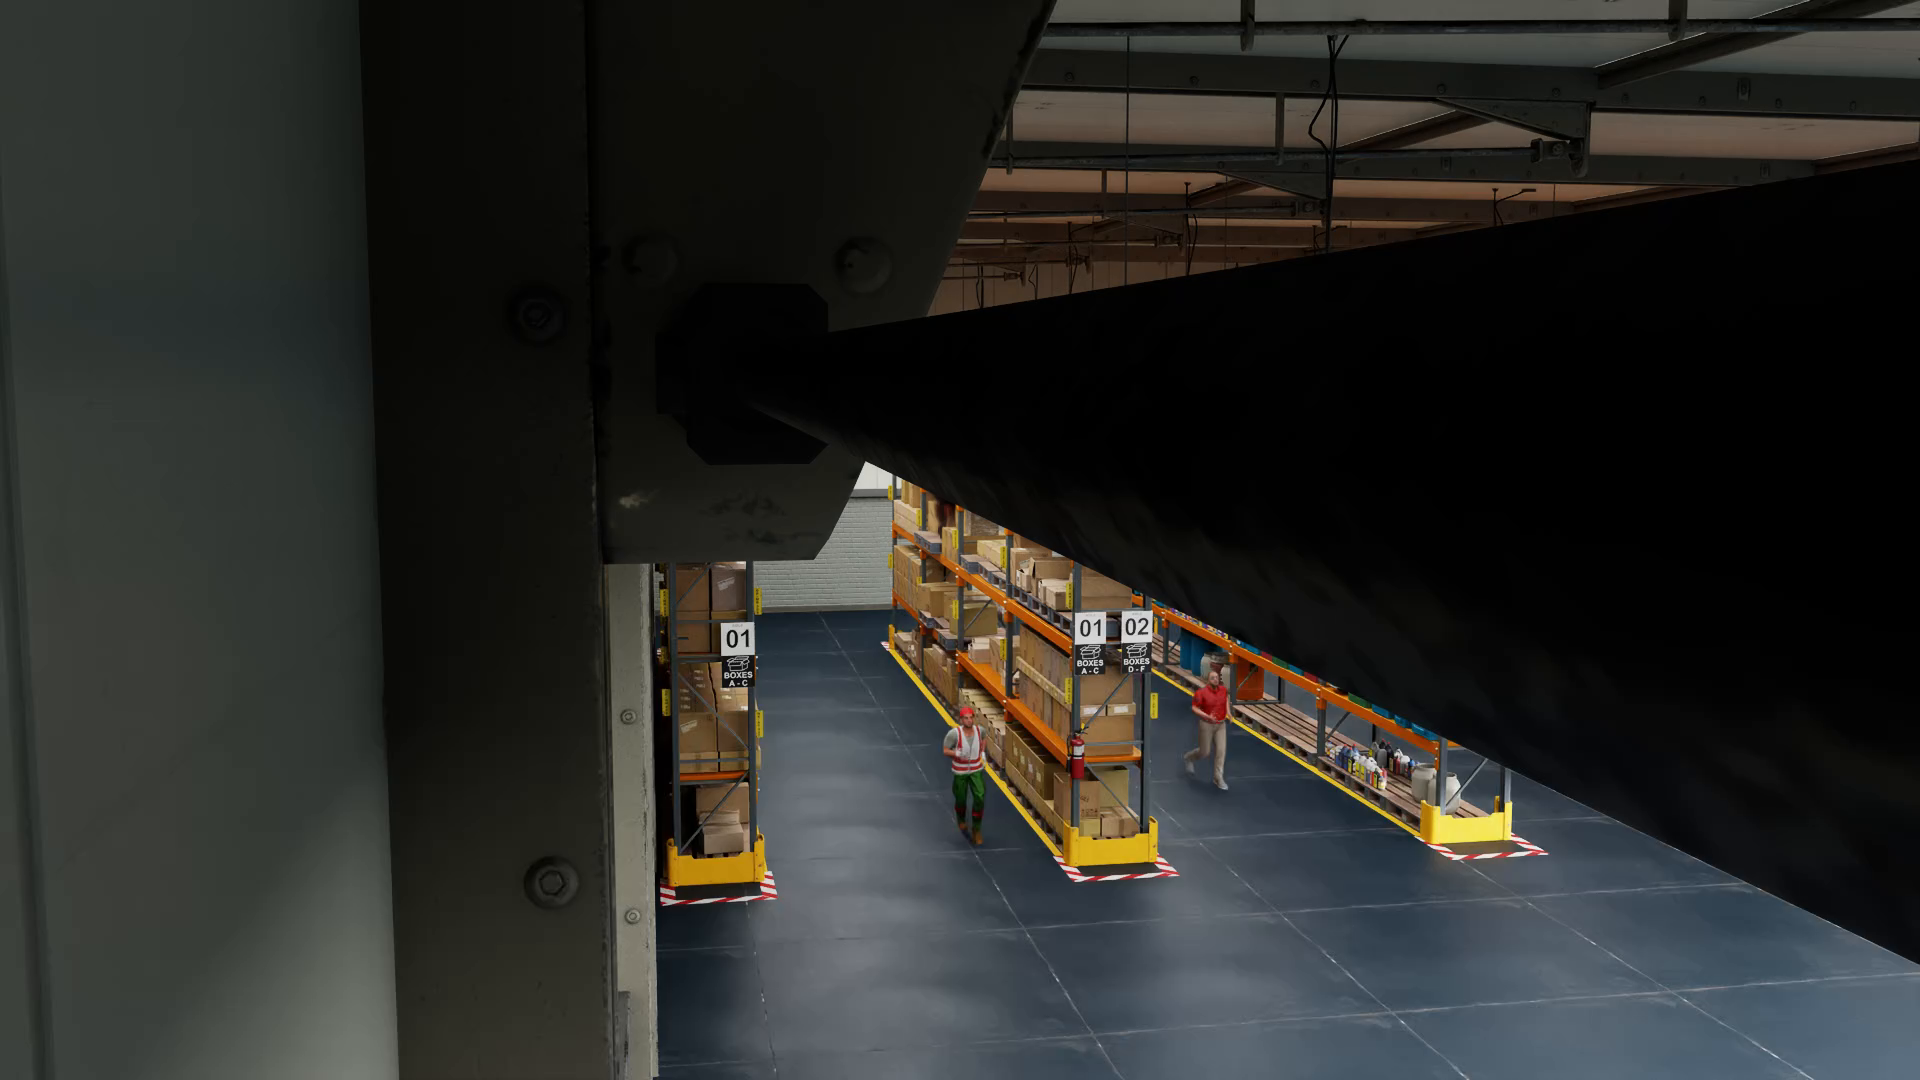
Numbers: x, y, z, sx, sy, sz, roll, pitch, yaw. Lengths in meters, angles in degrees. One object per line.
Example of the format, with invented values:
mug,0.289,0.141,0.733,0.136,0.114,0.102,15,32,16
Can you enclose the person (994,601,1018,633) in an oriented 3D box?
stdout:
person,0.989,1.601,36.314,0.612,1.622,0.521,-3,7,-29

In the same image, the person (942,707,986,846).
person,0.067,3.084,21.965,0.631,1.823,0.825,-1,6,-9

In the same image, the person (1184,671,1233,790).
person,3.753,2.806,24.901,0.672,1.725,0.918,-2,7,-20
